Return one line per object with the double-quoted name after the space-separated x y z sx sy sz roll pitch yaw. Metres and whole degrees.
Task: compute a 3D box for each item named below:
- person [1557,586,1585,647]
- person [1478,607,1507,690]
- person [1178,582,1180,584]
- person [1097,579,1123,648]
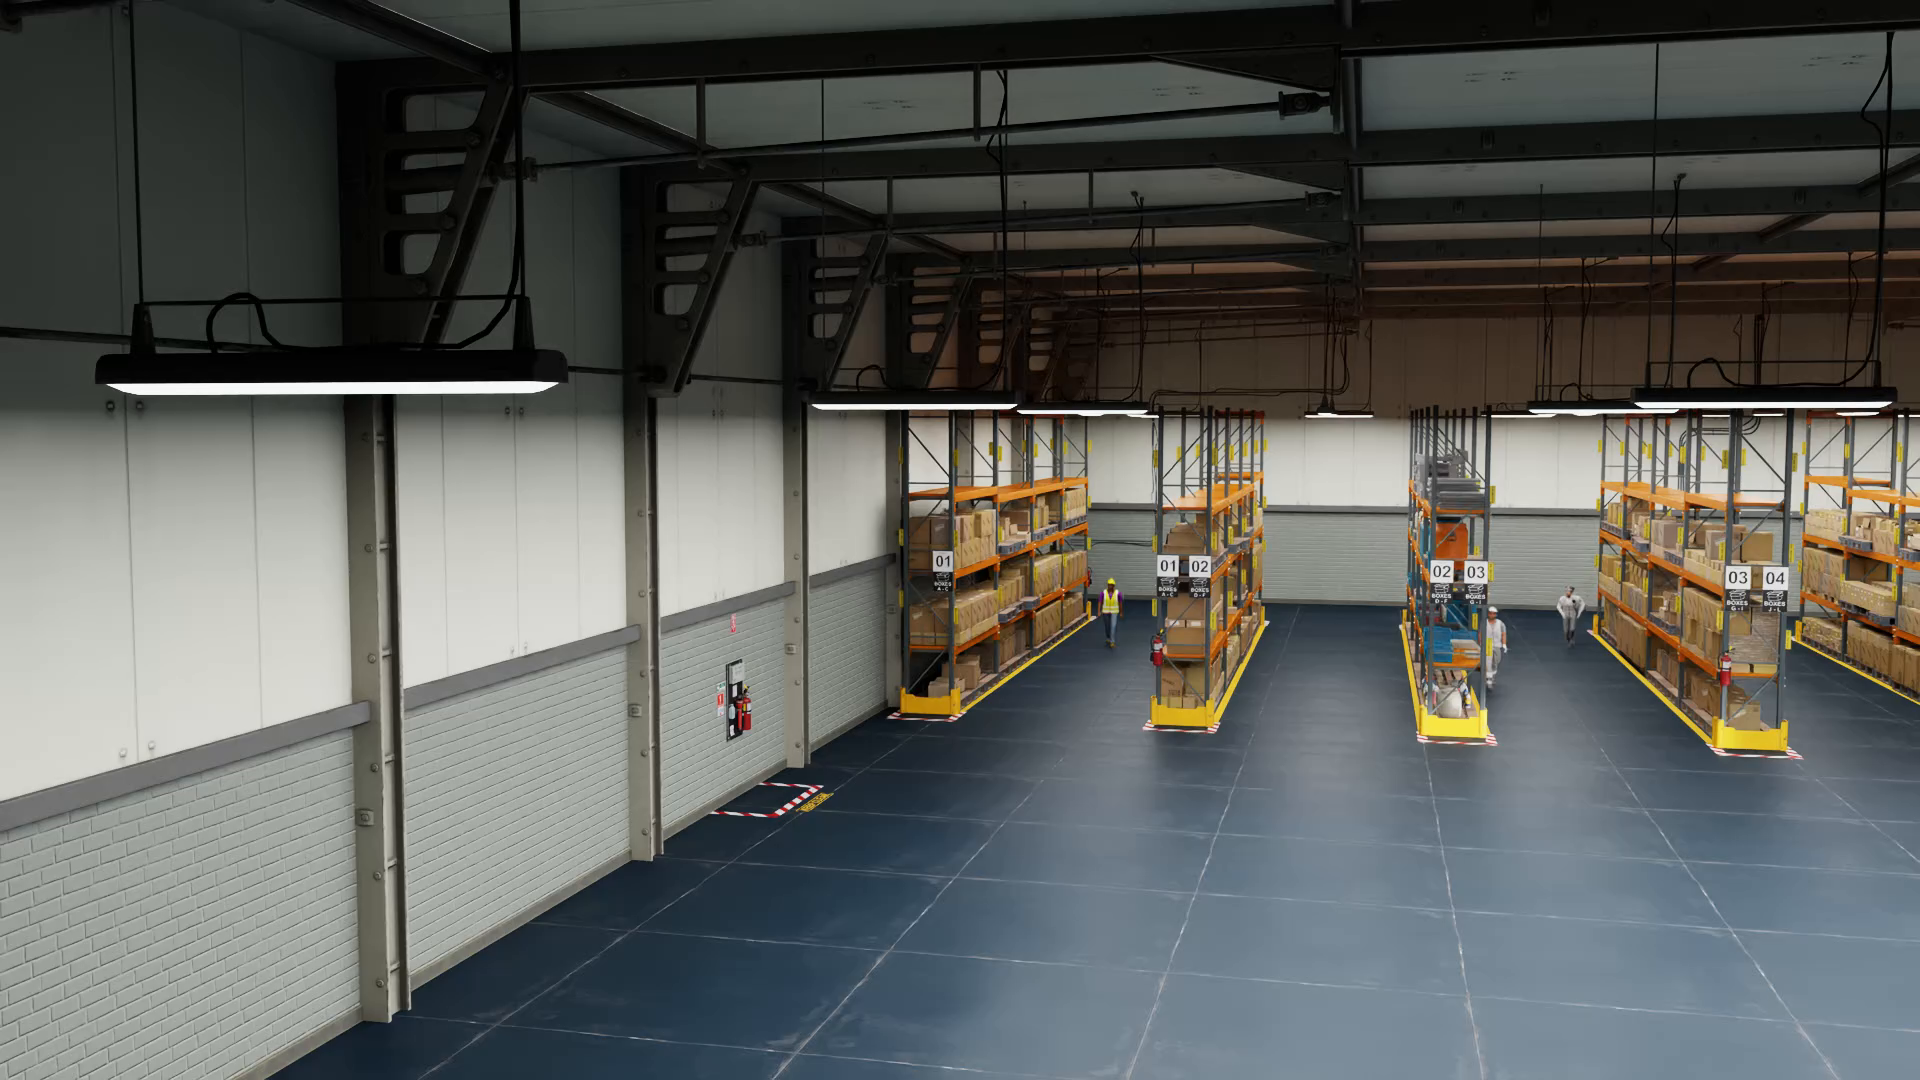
15.401 1.923 41.912 0.666 1.599 0.686 2 4 24 "person"
11.368 2.294 35.445 0.544 1.735 1.056 1 4 8 "person"
5.922 1.601 45.069 0.601 1.709 1.073 1 4 15 "person"
3.803 1.842 42.103 0.634 1.714 1.093 1 4 10 "person"
